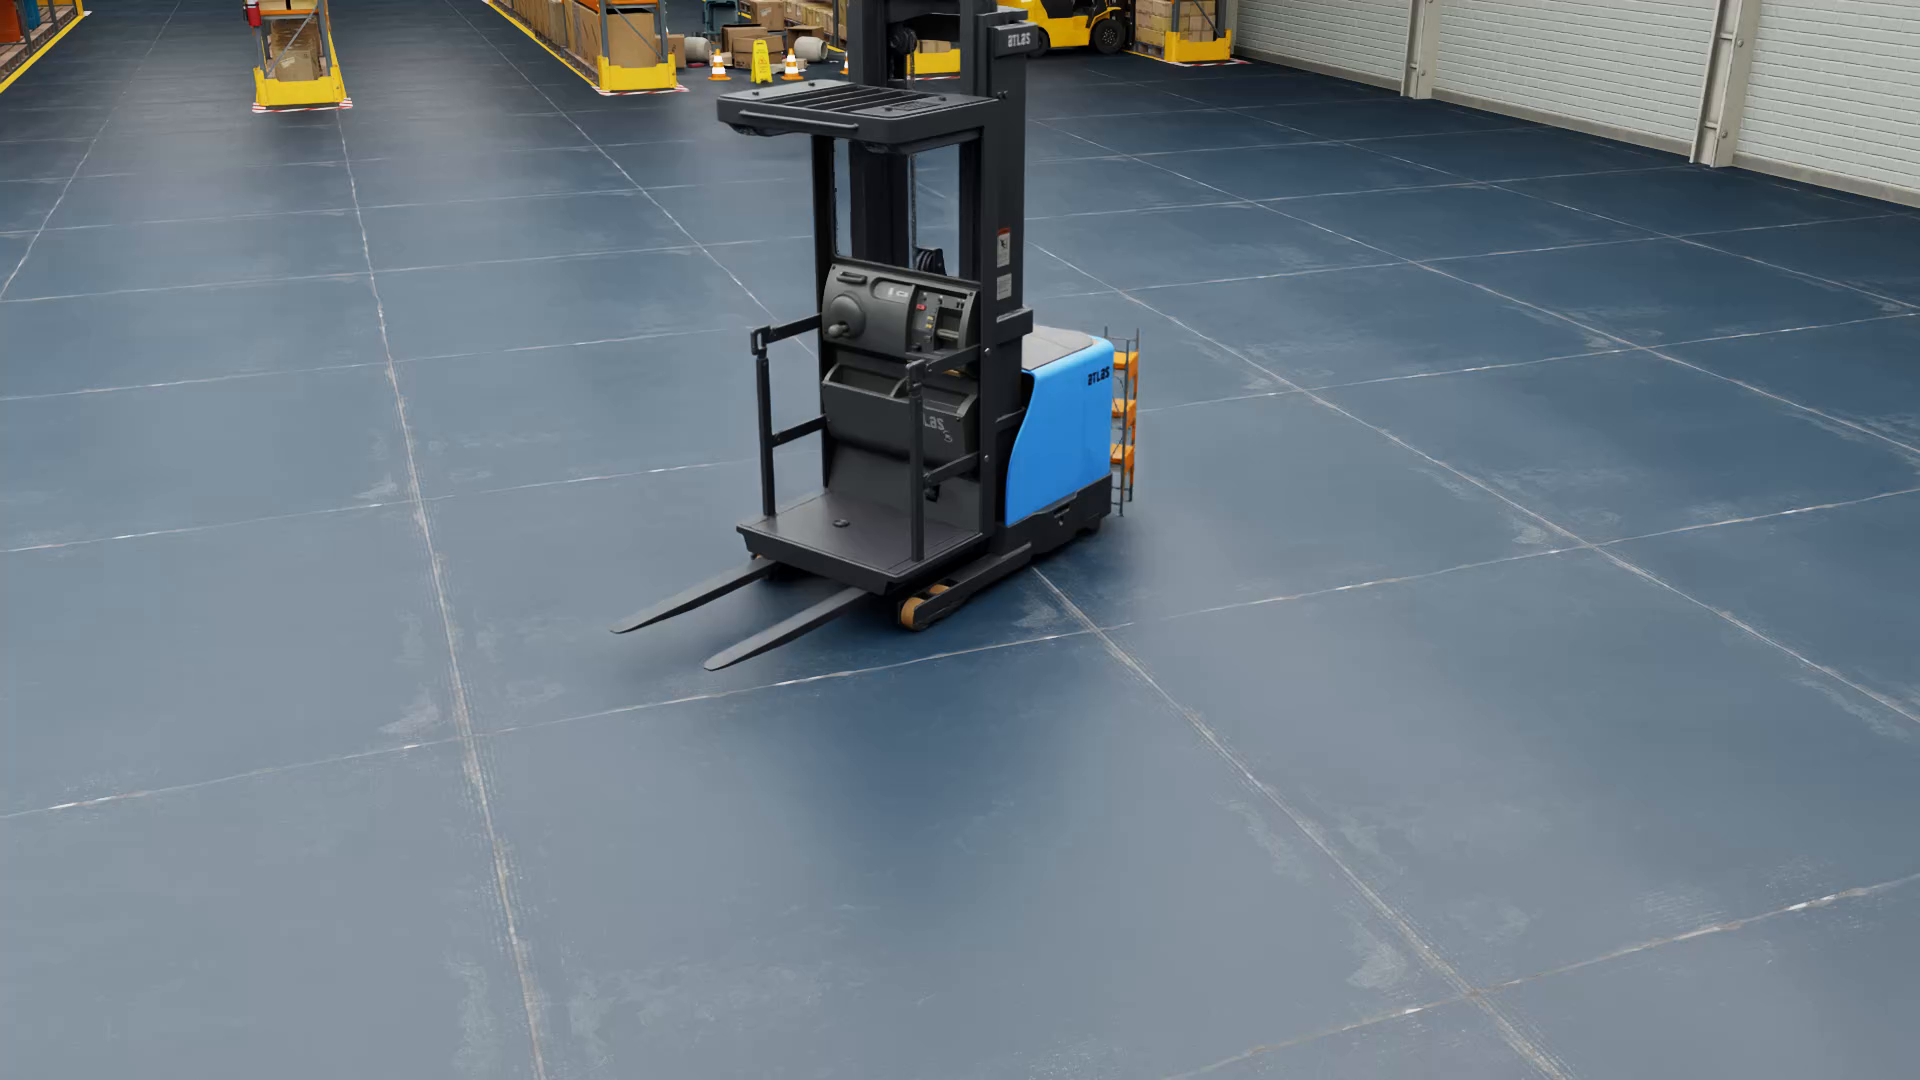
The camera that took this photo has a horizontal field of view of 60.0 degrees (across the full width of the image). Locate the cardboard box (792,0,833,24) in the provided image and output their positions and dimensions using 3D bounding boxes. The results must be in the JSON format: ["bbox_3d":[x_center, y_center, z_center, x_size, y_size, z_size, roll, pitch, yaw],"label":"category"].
[{"bbox_3d":[-2.825,-10.617,33.421,0.950,0.372,0.625,-9,24,-20],"label":"cardboard box"}]

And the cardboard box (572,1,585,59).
[{"bbox_3d":[-5.987,-8.589,27.960,0.875,0.875,0.875,-8,24,-19],"label":"cardboard box"}]

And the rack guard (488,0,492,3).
[{"bbox_3d":[-10.678,-13.120,39.735,1.175,0.500,0.348,-8,24,-19],"label":"rack guard"}]

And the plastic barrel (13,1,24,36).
[{"bbox_3d":[-17.776,-9.737,31.055,0.600,0.588,0.708,-8,24,-19],"label":"plastic barrel"}]

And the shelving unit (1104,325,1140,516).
[{"bbox_3d":[0.879,-0.678,9.506,0.215,1.050,0.252,7,24,17],"label":"shelving unit"}]

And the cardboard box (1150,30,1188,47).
[{"bbox_3d":[3.723,-8.938,29.594,0.500,0.250,0.500,-8,24,-19],"label":"cardboard box"}]

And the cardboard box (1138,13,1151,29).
[{"bbox_3d":[3.553,-9.359,29.948,0.500,0.250,0.500,-9,24,-20],"label":"cardboard box"}]

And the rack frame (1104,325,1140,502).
[{"bbox_3d":[0.917,-0.723,9.613,0.200,1.050,0.008,7,24,17],"label":"rack frame"}]

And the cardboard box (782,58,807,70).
[{"bbox_3d":[-2.810,-8.087,28.245,0.380,0.149,0.250,4,23,9],"label":"cardboard box"}]

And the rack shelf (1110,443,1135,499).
[{"bbox_3d":[0.879,-0.412,9.618,0.215,0.259,0.240,7,24,17],"label":"rack shelf"}]

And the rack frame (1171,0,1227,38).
[{"bbox_3d":[4.185,-9.884,28.839,1.000,3.000,0.127,-8,24,-19],"label":"rack frame"}]

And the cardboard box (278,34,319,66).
[{"bbox_3d":[-10.535,-7.764,26.487,0.500,0.500,0.500,-11,25,-24],"label":"cardboard box"}]

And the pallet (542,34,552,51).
[{"bbox_3d":[-7.244,-9.368,31.205,1.003,0.211,1.213,-8,24,-19],"label":"pallet"}]

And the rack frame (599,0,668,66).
[{"bbox_3d":[-5.053,-8.486,25.521,1.000,3.000,0.127,-8,24,-19],"label":"rack frame"}]

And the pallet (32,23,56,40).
[{"bbox_3d":[-18.368,-9.952,32.589,1.003,0.211,1.213,-8,24,-19],"label":"pallet"}]

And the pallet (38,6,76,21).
[{"bbox_3d":[-19.759,-11.386,35.993,1.003,0.211,1.213,-8,24,-19],"label":"pallet"}]

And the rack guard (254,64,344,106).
[{"bbox_3d":[-9.755,-6.718,24.545,1.175,0.500,0.348,-8,24,-19],"label":"rack guard"}]

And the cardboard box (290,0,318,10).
[{"bbox_3d":[-9.606,-7.863,24.366,0.380,0.149,0.250,-8,24,-19],"label":"cardboard box"}]

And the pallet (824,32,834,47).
[{"bbox_3d":[-2.147,-9.653,31.880,1.003,0.211,1.213,-8,24,-19],"label":"pallet"}]

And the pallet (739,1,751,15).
[{"bbox_3d":[-4.354,-12.007,37.466,1.003,0.211,1.213,-8,24,-19],"label":"pallet"}]

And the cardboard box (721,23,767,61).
[{"bbox_3d":[-3.785,-8.743,29.172,0.797,0.637,0.503,-8,24,-19],"label":"cardboard box"}]

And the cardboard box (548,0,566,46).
[{"bbox_3d":[-6.769,-9.309,29.831,1.050,0.750,0.750,-8,24,-19],"label":"cardboard box"}]

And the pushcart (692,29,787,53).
[{"bbox_3d":[-3.986,-9.116,30.392,1.648,0.377,0.936,-18,29,-37],"label":"pushcart"}]

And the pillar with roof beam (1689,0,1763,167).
[{"bbox_3d":[4.994,-8.074,16.821,9.100,9.000,0.400,-8,24,-19],"label":"pillar with roof beam"}]

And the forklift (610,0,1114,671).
[{"bbox_3d":[-0.438,-1.117,8.127,1.130,2.935,3.031,17,28,34],"label":"forklift"}]

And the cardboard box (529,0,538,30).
[{"bbox_3d":[-7.748,-10.316,32.219,1.050,0.750,0.750,-9,24,-20],"label":"cardboard box"}]

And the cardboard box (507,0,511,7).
[{"bbox_3d":[-9.749,-11.822,36.566,0.380,0.149,0.250,-8,24,-18],"label":"cardboard box"}]

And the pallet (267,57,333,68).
[{"bbox_3d":[-10.871,-7.771,27.416,1.003,0.211,1.213,-8,24,-19],"label":"pallet"}]

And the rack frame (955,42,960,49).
[{"bbox_3d":[-0.457,-9.202,27.220,1.000,3.000,0.127,-8,24,-19],"label":"rack frame"}]

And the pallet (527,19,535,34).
[{"bbox_3d":[-8.153,-10.392,33.634,1.003,0.211,1.213,-8,24,-19],"label":"pallet"}]

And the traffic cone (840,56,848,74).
[{"bbox_3d":[-1.816,-8.012,27.663,0.336,0.463,0.334,-8,24,-19],"label":"traffic cone"}]

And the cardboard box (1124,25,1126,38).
[{"bbox_3d":[3.184,-9.489,30.900,0.500,0.250,0.500,-8,24,-17],"label":"cardboard box"}]

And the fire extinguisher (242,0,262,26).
[{"bbox_3d":[-10.119,-7.702,23.760,0.296,0.674,0.183,-8,24,-19],"label":"fire extinguisher"}]

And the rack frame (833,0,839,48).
[{"bbox_3d":[-1.871,-10.655,30.668,1.000,3.000,0.127,-8,24,-19],"label":"rack frame"}]

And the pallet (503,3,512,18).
[{"bbox_3d":[-9.562,-11.800,36.975,1.003,0.211,1.213,-8,24,-19],"label":"pallet"}]

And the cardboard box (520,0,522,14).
[{"bbox_3d":[-8.893,-11.202,34.644,0.500,0.500,0.500,-8,24,-18],"label":"cardboard box"}]

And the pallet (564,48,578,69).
[{"bbox_3d":[-6.270,-8.367,28.830,1.003,0.211,1.213,-8,24,-19],"label":"pallet"}]

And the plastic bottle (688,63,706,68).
[{"bbox_3d":[-4.498,-8.126,28.451,0.283,0.061,0.133,-18,29,-37],"label":"plastic bottle"}]

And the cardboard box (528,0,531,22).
[{"bbox_3d":[-8.356,-10.638,33.304,0.500,0.500,0.500,-8,24,-19],"label":"cardboard box"}]

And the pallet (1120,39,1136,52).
[{"bbox_3d":[3.448,-9.314,31.076,1.003,0.211,1.213,-8,24,-19],"label":"pallet"}]

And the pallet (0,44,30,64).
[{"bbox_3d":[-16.951,-8.497,29.139,1.003,0.211,1.213,-8,24,-19],"label":"pallet"}]

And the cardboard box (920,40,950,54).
[{"bbox_3d":[-0.484,-8.459,28.458,0.500,0.250,0.500,-9,24,-19],"label":"cardboard box"}]

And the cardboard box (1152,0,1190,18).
[{"bbox_3d":[3.730,-9.396,29.393,0.500,0.250,0.500,-8,24,-17],"label":"cardboard box"}]

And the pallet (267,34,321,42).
[{"bbox_3d":[-12.280,-9.180,30.758,1.003,0.211,1.213,-8,24,-19],"label":"pallet"}]

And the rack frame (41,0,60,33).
[{"bbox_3d":[-18.601,-11.523,32.726,1.000,3.000,0.127,-8,24,-19],"label":"rack frame"}]

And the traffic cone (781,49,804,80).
[{"bbox_3d":[-2.734,-7.736,27.009,0.336,0.463,0.334,-8,24,-19],"label":"traffic cone"}]

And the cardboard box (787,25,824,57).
[{"bbox_3d":[-2.765,-8.928,29.786,0.500,0.500,0.500,8,24,18],"label":"cardboard box"}]

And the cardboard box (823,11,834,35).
[{"bbox_3d":[-2.058,-9.828,31.548,0.950,0.372,0.625,-8,24,-18],"label":"cardboard box"}]

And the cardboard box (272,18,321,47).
[{"bbox_3d":[-11.687,-8.951,29.278,0.700,0.500,0.500,-11,25,-24],"label":"cardboard box"}]

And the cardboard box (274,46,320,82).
[{"bbox_3d":[-9.933,-7.113,24.942,0.500,0.500,0.500,-4,23,-9],"label":"cardboard box"}]

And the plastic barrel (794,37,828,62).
[{"bbox_3d":[-2.603,-8.557,29.008,0.512,0.421,0.421,8,24,18],"label":"plastic barrel"}]
